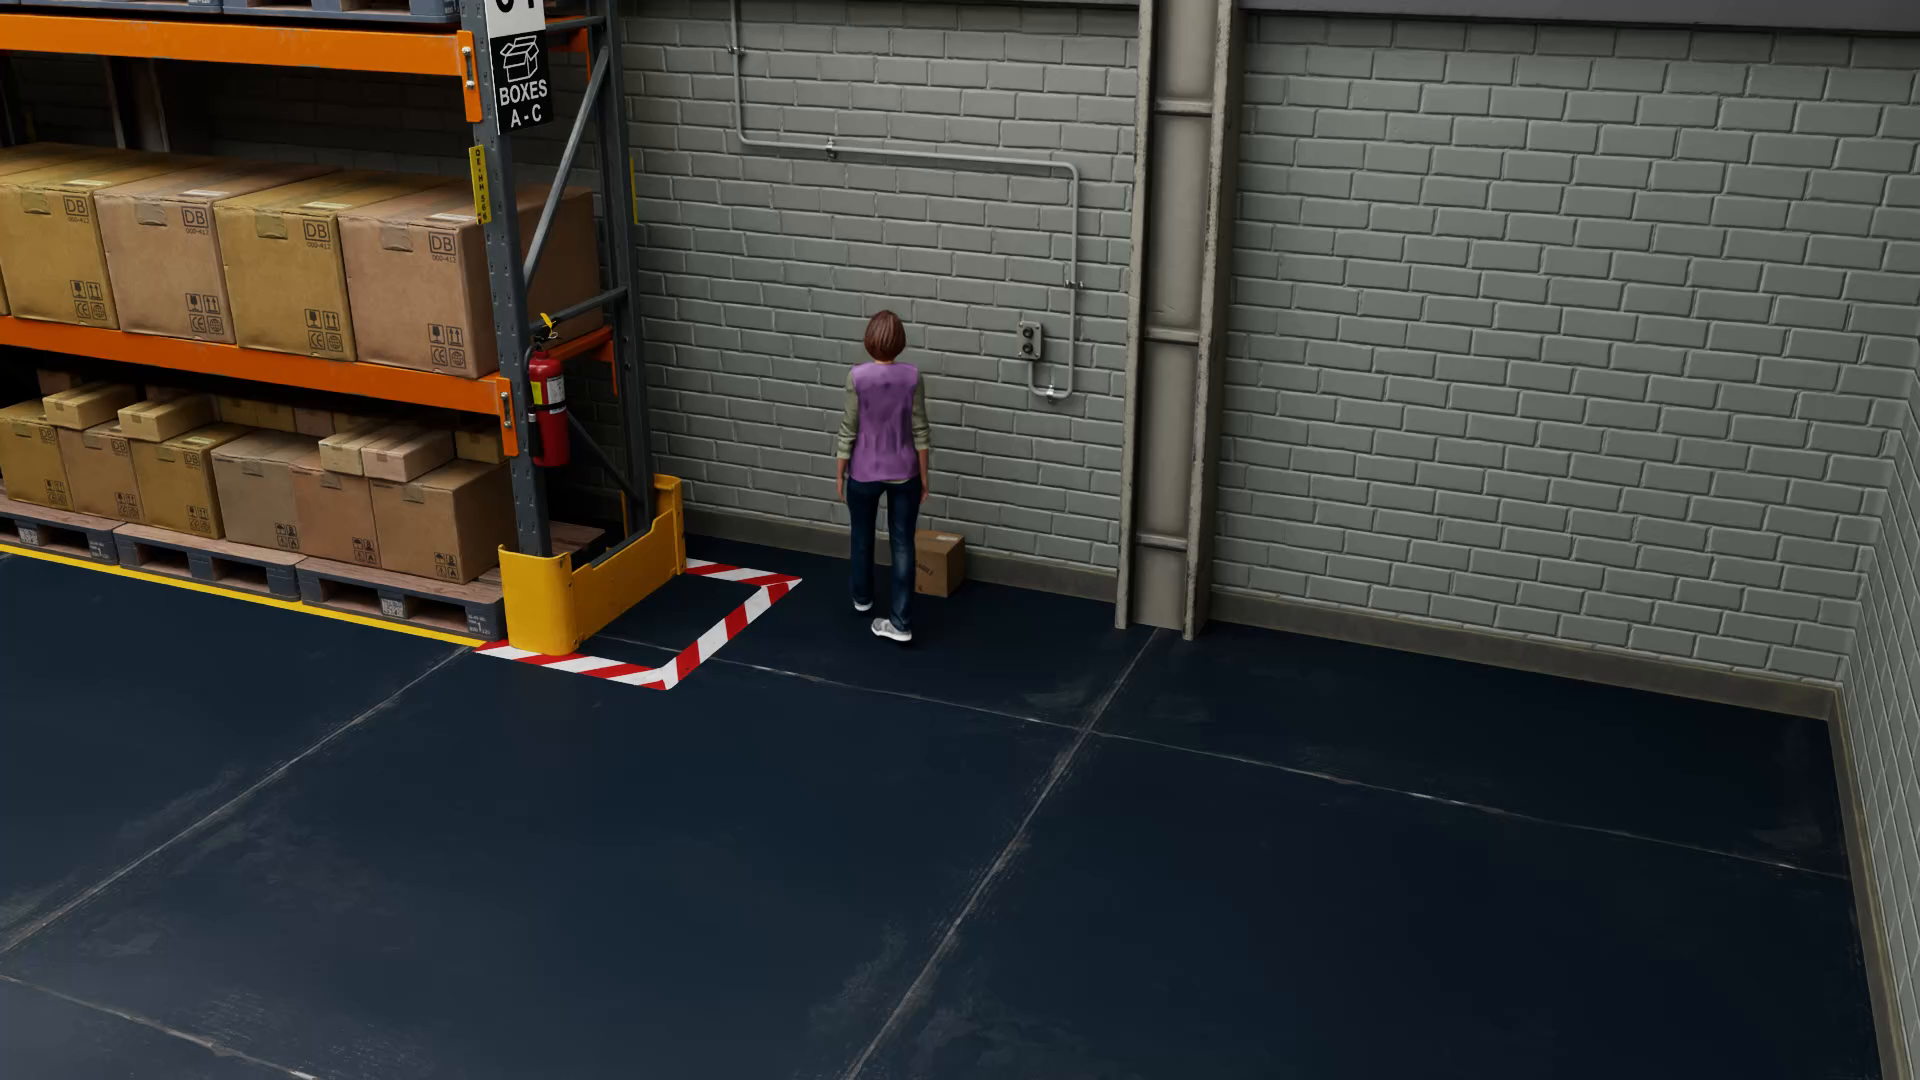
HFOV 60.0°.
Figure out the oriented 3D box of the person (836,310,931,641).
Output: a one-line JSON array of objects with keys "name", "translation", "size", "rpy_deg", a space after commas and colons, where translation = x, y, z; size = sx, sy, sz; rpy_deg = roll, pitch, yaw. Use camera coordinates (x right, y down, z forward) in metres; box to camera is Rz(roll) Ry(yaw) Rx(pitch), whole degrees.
[{"name": "person", "translation": [-0.374, -0.343, 7.912], "size": [0.445, 1.590, 0.661], "rpy_deg": [-3, 23, -7]}]
